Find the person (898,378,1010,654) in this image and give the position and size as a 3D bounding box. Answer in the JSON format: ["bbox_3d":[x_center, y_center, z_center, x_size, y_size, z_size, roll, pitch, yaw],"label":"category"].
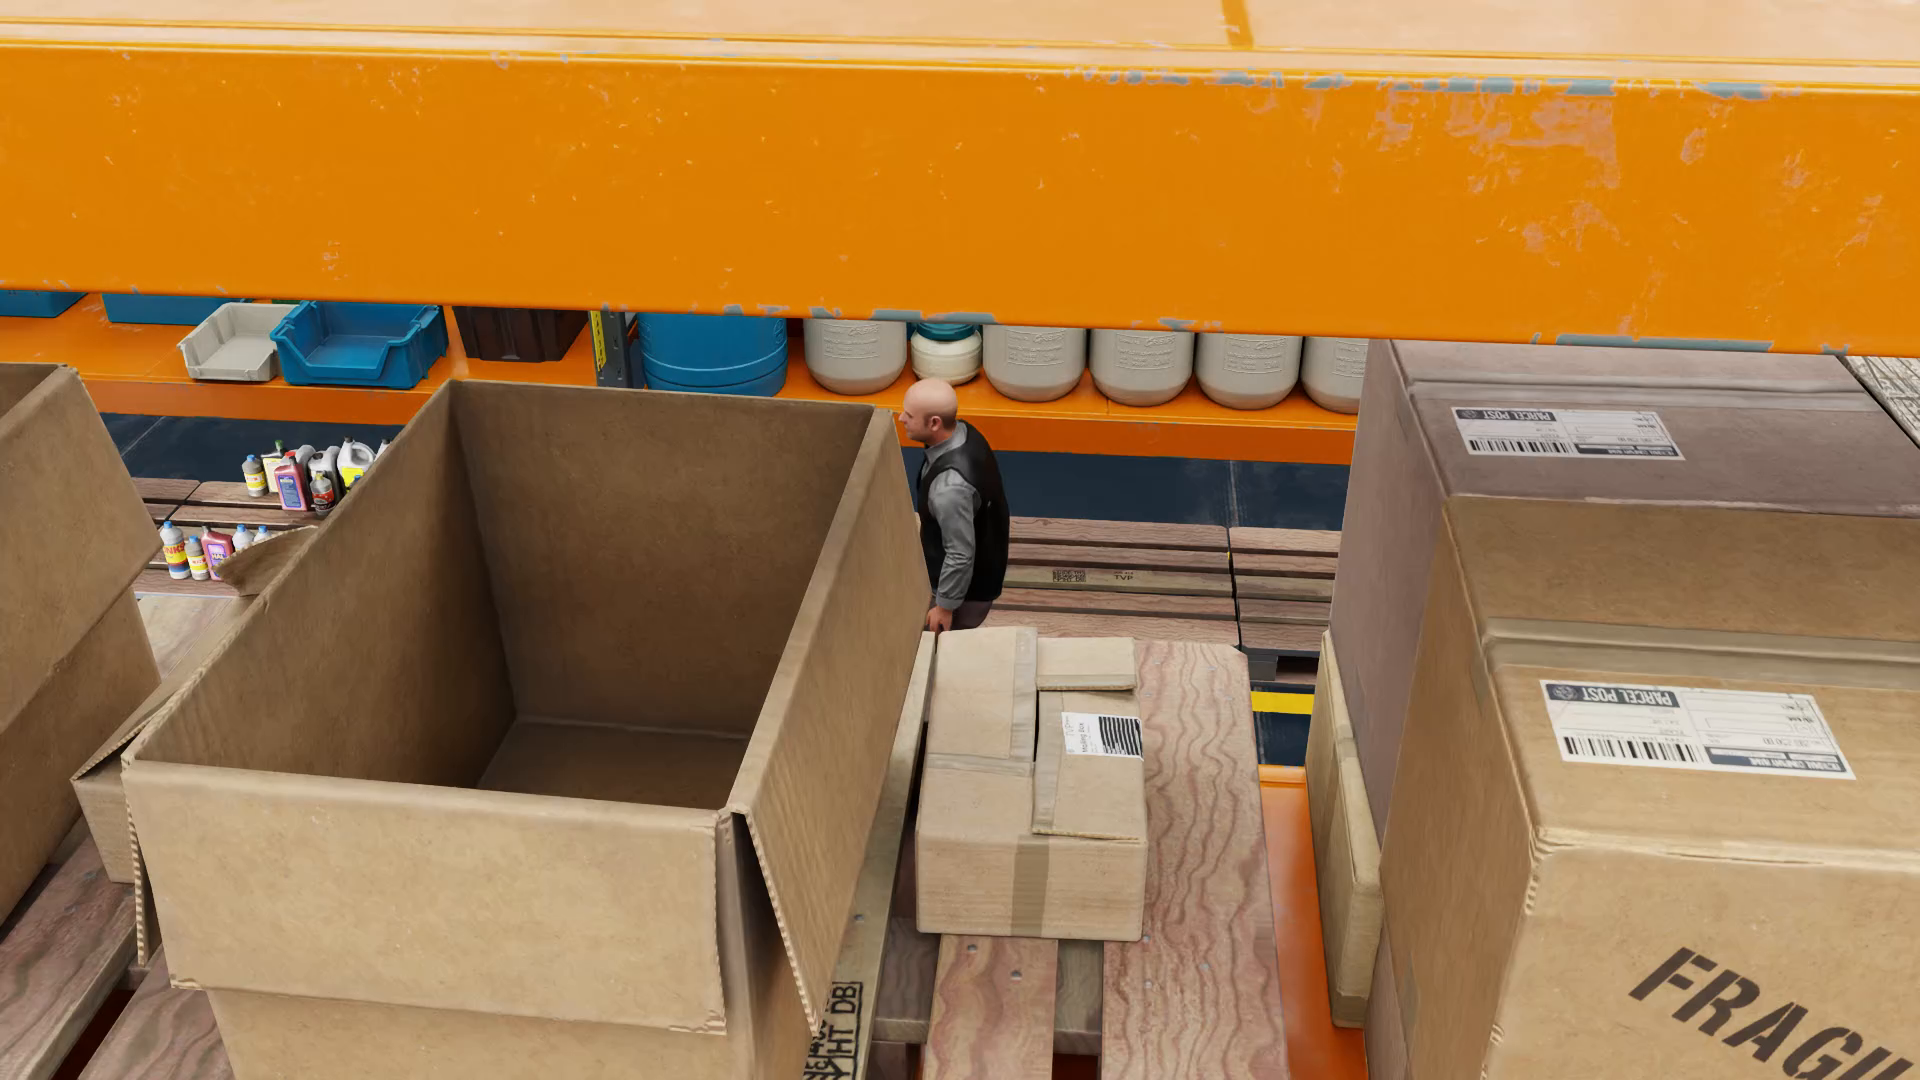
[{"bbox_3d":[-0.023,0.148,6.421,0.421,1.720,0.586,1,32,1],"label":"person"}]
